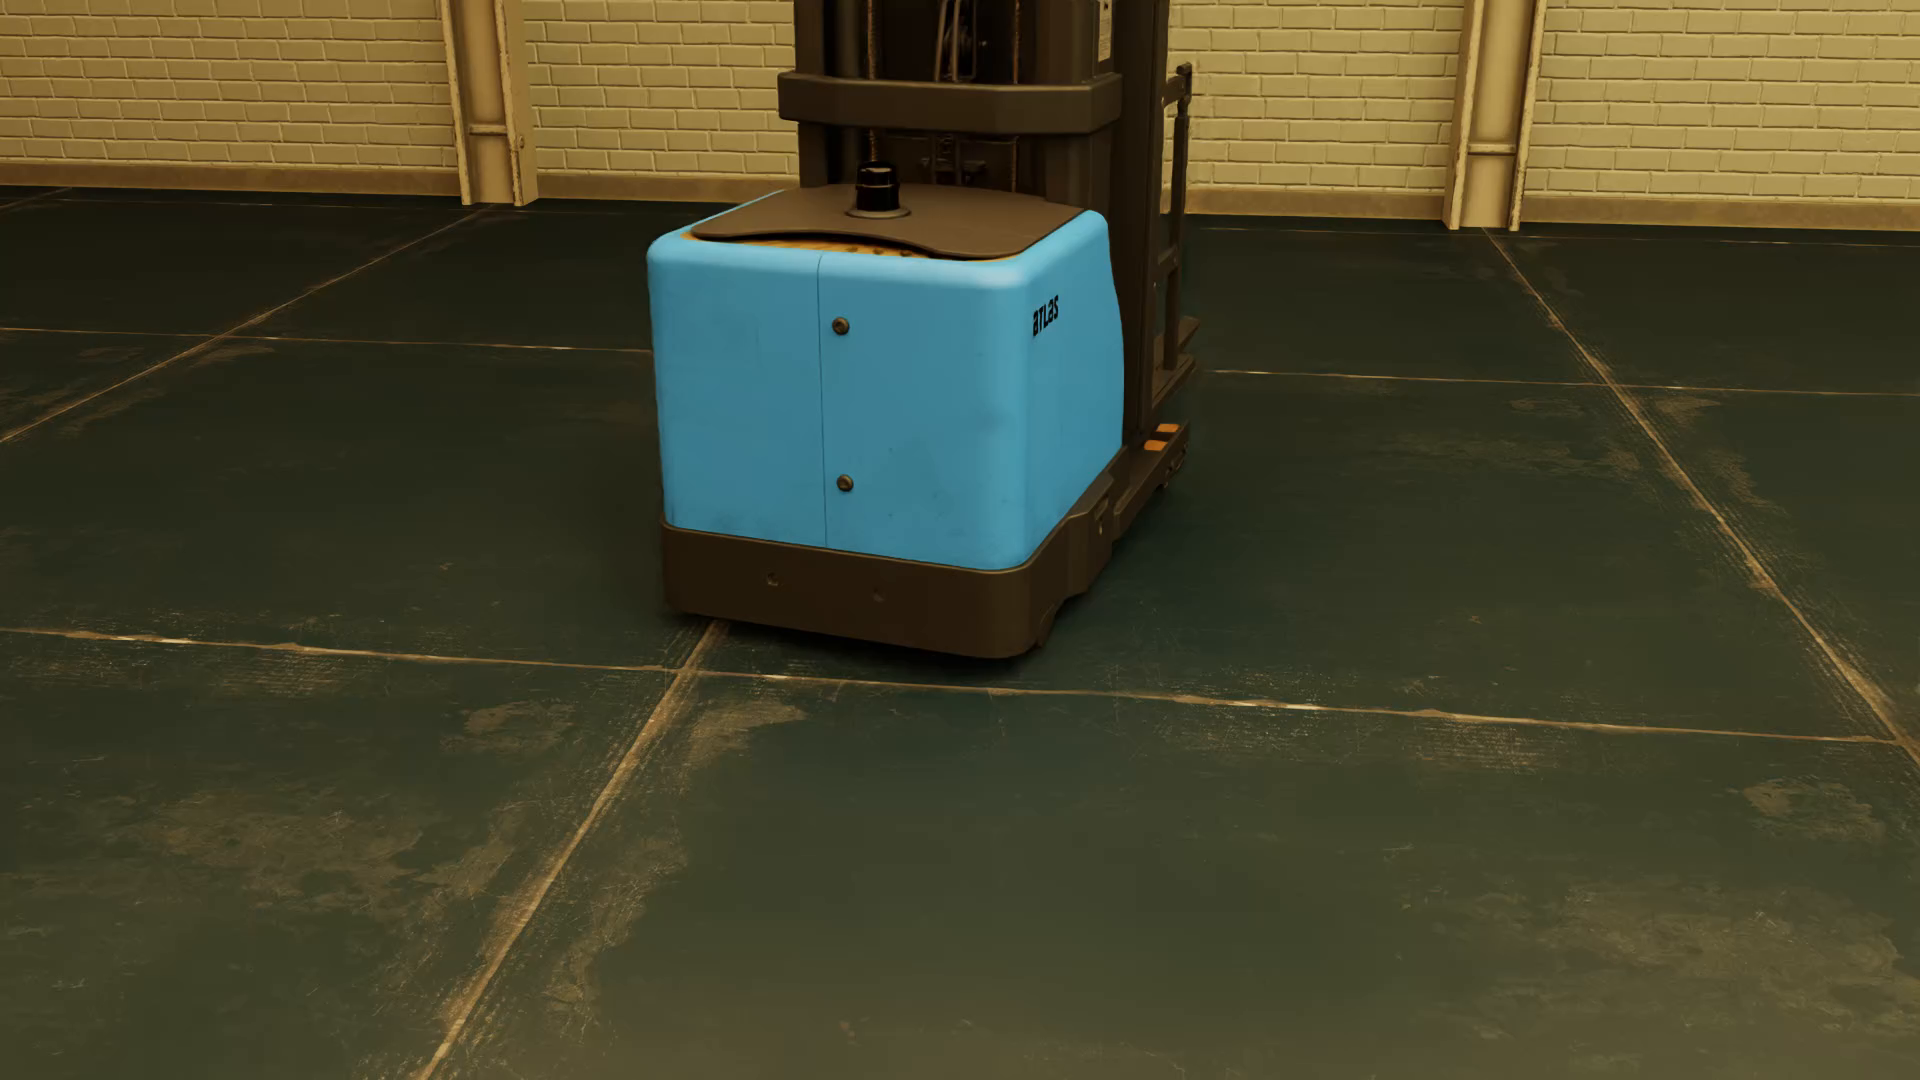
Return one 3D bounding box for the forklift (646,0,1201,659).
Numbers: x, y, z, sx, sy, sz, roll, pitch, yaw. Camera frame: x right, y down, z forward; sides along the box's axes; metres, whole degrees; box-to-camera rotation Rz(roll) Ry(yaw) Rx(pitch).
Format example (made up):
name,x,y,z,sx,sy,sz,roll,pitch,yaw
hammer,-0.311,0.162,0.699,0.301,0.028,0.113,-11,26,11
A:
name,x,y,z,sx,sy,sz,roll,pitch,yaw
forklift,0.161,-1.576,5.168,1.130,2.935,3.031,8,23,18
